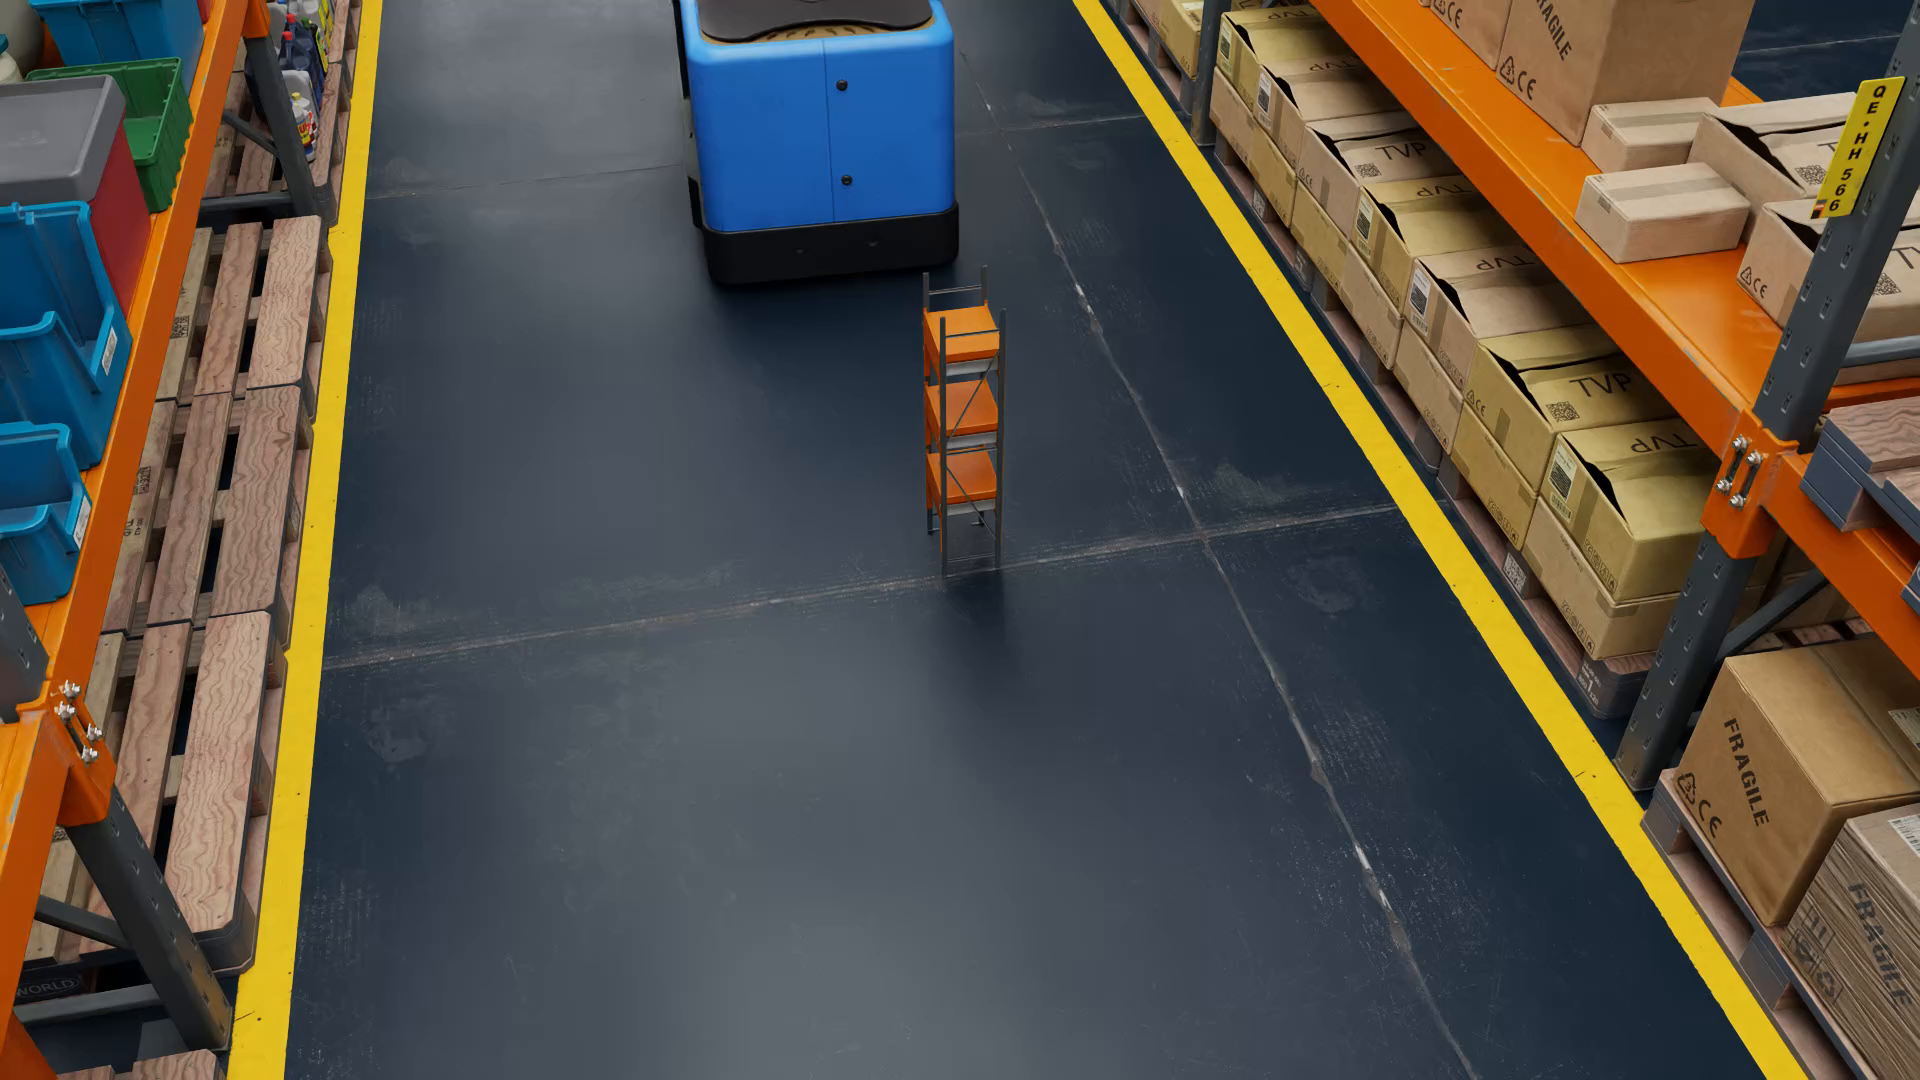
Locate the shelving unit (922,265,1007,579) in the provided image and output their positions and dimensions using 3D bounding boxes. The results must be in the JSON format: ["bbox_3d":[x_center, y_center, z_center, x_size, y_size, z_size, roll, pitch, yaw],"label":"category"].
[{"bbox_3d":[0.012,-0.358,5.362,0.215,1.050,0.252,-8,42,-9],"label":"shelving unit"}]

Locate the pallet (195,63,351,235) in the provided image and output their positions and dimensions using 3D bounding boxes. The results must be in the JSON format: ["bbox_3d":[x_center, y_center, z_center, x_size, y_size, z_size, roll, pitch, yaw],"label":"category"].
[{"bbox_3d":[-3.347,-1.767,7.582,1.003,0.211,1.213,-8,42,-9],"label":"pallet"}]

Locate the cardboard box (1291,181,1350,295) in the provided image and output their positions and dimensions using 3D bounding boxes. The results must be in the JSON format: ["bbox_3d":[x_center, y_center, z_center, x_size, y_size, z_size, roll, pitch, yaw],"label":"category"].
[{"bbox_3d":[1.664,-1.241,6.643,0.500,0.250,0.500,-10,42,-11],"label":"cardboard box"}]

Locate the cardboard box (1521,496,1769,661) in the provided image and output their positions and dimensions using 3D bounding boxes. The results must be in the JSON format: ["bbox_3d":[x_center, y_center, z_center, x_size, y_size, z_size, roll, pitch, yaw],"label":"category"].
[{"bbox_3d":[2.107,0.082,5.153,0.500,0.250,0.500,-7,42,-8],"label":"cardboard box"}]

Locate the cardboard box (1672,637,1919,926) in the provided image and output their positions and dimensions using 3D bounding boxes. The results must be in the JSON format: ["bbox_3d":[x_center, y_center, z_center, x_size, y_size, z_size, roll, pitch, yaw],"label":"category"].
[{"bbox_3d":[2.278,0.623,4.340,0.500,0.500,0.500,-7,42,-7],"label":"cardboard box"}]

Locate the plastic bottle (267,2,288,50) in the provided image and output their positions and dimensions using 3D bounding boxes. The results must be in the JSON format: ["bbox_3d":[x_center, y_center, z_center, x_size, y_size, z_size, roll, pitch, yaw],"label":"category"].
[{"bbox_3d":[-3.283,-2.458,7.980,0.152,0.276,0.135,-8,42,-9],"label":"plastic bottle"}]

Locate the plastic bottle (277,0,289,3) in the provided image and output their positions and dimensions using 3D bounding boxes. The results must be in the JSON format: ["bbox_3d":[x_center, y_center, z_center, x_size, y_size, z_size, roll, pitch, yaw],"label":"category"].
[{"bbox_3d":[-3.341,-2.665,8.269,0.097,0.201,0.097,0,42,0],"label":"plastic bottle"}]

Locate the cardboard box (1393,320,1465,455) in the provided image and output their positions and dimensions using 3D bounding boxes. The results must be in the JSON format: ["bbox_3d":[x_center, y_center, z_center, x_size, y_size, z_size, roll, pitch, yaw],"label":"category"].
[{"bbox_3d":[1.886,-0.578,5.897,0.500,0.250,0.500,-7,42,-8],"label":"cardboard box"}]

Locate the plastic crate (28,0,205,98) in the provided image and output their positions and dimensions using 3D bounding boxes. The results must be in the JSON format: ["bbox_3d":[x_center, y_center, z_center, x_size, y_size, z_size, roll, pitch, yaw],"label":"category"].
[{"bbox_3d":[-2.701,-1.692,5.409,0.392,0.384,0.575,-8,42,-9],"label":"plastic crate"}]

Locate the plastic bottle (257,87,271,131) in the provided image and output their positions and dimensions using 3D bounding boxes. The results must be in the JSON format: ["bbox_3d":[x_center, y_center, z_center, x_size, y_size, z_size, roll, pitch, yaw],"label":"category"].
[{"bbox_3d":[-3.083,-1.977,7.432,0.061,0.283,0.133,-8,42,-9],"label":"plastic bottle"}]

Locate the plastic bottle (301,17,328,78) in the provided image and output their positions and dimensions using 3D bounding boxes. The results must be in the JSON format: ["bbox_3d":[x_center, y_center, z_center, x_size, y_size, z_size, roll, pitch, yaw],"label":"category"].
[{"bbox_3d":[-3.047,-2.335,7.836,0.061,0.283,0.133,-7,42,-7],"label":"plastic bottle"}]

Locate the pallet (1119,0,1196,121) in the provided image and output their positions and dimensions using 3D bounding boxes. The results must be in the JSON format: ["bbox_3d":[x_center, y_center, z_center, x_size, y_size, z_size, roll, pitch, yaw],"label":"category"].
[{"bbox_3d":[1.464,-2.555,8.469,1.003,0.211,1.213,-8,42,-9],"label":"pallet"}]

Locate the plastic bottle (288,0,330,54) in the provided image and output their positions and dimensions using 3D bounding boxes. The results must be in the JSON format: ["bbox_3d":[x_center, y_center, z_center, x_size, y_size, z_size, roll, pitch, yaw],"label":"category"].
[{"bbox_3d":[-3.144,-2.523,7.997,0.144,0.351,0.185,-9,42,-10],"label":"plastic bottle"}]

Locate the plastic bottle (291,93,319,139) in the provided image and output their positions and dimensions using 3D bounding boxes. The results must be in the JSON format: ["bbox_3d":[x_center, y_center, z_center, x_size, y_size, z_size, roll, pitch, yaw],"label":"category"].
[{"bbox_3d":[-2.927,-1.888,7.394,0.097,0.201,0.097,0,42,0],"label":"plastic bottle"}]

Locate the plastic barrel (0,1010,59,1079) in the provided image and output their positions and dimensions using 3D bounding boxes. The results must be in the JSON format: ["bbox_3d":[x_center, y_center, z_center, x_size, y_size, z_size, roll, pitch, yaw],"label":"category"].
[{"bbox_3d":[-2.257,1.193,3.465,0.600,0.830,0.708,-8,42,-9],"label":"plastic barrel"}]

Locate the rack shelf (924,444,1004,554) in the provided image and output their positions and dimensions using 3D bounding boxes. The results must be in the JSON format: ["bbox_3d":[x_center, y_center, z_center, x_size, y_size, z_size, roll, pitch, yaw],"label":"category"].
[{"bbox_3d":[0.012,-0.142,5.554,0.215,0.259,0.240,-8,42,-9],"label":"rack shelf"}]

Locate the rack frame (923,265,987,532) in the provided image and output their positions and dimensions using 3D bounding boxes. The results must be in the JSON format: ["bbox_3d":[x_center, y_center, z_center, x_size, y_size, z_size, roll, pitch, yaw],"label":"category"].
[{"bbox_3d":[-0.015,-0.437,5.451,0.200,1.050,0.008,-8,42,-9],"label":"rack frame"}]

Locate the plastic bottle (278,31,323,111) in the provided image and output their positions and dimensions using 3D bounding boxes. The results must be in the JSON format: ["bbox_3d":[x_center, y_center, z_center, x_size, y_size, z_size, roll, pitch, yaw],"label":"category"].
[{"bbox_3d":[-3.011,-2.125,7.549,0.144,0.351,0.185,-7,42,-8],"label":"plastic bottle"}]

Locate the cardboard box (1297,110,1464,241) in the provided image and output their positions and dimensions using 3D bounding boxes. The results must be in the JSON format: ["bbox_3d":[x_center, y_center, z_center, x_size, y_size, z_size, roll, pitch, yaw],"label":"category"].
[{"bbox_3d":[1.657,-1.450,6.457,0.500,0.311,0.500,-10,43,-11],"label":"cardboard box"}]

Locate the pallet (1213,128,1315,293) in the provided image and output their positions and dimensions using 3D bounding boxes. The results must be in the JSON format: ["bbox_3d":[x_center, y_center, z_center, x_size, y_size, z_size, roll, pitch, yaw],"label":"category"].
[{"bbox_3d":[1.792,-1.561,7.350,1.003,0.211,1.213,-8,42,-9],"label":"pallet"}]

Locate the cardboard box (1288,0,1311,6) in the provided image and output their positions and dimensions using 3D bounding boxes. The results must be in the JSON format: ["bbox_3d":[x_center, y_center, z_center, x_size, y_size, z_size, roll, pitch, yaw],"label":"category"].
[{"bbox_3d":[1.801,-2.831,7.869,0.500,0.500,0.500,-8,42,-9],"label":"cardboard box"}]

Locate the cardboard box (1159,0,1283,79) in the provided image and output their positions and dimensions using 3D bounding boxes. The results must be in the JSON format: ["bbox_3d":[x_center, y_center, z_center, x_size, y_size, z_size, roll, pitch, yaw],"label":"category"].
[{"bbox_3d":[1.282,-2.474,8.033,0.500,0.250,0.500,-8,42,-9],"label":"cardboard box"}]

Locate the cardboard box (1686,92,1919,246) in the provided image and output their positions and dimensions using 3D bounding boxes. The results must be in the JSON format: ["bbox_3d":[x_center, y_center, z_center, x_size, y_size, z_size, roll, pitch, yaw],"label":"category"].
[{"bbox_3d":[2.454,-1.057,4.749,0.500,0.311,0.500,-9,42,-10],"label":"cardboard box"}]

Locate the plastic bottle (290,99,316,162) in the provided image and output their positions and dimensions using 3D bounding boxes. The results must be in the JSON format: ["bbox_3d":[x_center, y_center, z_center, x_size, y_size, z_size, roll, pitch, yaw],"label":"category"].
[{"bbox_3d":[-2.883,-1.782,7.222,0.097,0.271,0.097,0,42,0],"label":"plastic bottle"}]

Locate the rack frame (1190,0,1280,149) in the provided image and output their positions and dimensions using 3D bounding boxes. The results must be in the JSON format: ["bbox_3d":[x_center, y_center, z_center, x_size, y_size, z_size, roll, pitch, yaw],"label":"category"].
[{"bbox_3d":[1.595,-3.076,6.956,1.000,3.000,0.127,-8,42,-9],"label":"rack frame"}]

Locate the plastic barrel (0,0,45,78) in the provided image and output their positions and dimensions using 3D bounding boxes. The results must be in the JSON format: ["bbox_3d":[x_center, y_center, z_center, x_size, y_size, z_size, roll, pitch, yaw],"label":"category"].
[{"bbox_3d":[-3.250,-1.768,5.380,0.433,0.535,0.433,0,42,0],"label":"plastic barrel"}]

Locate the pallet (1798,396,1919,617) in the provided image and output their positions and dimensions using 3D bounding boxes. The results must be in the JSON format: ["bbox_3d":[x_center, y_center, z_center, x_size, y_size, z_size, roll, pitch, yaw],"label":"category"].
[{"bbox_3d":[2.673,0.018,3.615,1.213,0.211,1.003,-8,42,-9],"label":"pallet"}]

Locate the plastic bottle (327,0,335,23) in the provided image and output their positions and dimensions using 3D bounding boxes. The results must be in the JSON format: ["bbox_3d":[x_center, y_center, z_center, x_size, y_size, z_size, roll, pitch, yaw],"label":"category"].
[{"bbox_3d":[-3.224,-2.723,8.278,0.152,0.276,0.135,-9,42,-10],"label":"plastic bottle"}]

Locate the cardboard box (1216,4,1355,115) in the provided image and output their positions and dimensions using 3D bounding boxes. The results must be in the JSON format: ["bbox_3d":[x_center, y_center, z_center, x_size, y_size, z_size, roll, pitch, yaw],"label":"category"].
[{"bbox_3d":[1.441,-2.111,7.201,0.500,0.311,0.500,-8,42,-9],"label":"cardboard box"}]

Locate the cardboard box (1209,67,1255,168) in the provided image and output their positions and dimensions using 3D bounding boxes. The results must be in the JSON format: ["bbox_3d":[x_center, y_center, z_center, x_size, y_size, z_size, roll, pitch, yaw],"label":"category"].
[{"bbox_3d":[1.440,-1.908,7.395,0.500,0.250,0.500,-9,42,-10],"label":"cardboard box"}]

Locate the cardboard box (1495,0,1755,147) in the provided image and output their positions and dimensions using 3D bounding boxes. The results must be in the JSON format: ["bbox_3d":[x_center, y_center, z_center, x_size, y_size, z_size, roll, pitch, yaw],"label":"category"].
[{"bbox_3d":[2.080,-1.606,5.224,0.500,0.500,0.500,-10,43,-12],"label":"cardboard box"}]

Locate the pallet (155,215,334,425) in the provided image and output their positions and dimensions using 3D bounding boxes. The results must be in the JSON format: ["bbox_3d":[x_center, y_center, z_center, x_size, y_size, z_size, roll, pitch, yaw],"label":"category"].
[{"bbox_3d":[-3.035,-0.822,6.517,1.003,0.211,1.213,-8,42,-9],"label":"pallet"}]

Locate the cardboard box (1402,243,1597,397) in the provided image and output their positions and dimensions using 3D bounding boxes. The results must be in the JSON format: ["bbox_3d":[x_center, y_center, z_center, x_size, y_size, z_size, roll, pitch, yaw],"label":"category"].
[{"bbox_3d":[1.880,-0.790,5.712,0.500,0.311,0.500,-9,42,-10],"label":"cardboard box"}]

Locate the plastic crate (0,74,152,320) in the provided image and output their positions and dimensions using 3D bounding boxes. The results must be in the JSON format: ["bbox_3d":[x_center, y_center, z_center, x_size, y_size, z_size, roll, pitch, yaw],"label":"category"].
[{"bbox_3d":[-2.429,-0.891,4.446,0.402,0.464,0.583,-8,42,-9],"label":"plastic crate"}]

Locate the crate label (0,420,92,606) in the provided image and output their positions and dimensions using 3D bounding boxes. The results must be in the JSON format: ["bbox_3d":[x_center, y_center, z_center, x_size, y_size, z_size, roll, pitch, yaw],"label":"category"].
[{"bbox_3d":[-2.104,-0.040,3.662,0.303,0.233,0.416,-8,42,-9],"label":"crate label"}]

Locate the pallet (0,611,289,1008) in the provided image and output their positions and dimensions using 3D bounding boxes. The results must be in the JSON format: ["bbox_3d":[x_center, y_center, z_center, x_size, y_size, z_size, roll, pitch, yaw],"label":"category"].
[{"bbox_3d":[-2.508,0.759,4.736,1.003,0.211,1.213,-8,42,-9],"label":"pallet"}]

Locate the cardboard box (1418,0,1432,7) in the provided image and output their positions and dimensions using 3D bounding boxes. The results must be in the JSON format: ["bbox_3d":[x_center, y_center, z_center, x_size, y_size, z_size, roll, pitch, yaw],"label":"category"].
[{"bbox_3d":[1.859,-2.272,5.974,0.500,0.500,0.500,-6,42,-6],"label":"cardboard box"}]

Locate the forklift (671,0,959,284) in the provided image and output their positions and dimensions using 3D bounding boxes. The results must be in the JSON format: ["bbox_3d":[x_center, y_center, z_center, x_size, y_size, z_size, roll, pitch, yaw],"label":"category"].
[{"bbox_3d":[-0.773,-3.130,7.068,1.130,2.935,3.031,-7,42,-8],"label":"forklift"}]

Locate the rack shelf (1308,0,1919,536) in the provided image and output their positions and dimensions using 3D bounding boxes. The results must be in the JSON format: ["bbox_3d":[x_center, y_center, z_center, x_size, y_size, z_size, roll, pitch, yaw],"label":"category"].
[{"bbox_3d":[2.027,-1.511,5.734,1.077,0.370,4.000,-8,42,-9],"label":"rack shelf"}]

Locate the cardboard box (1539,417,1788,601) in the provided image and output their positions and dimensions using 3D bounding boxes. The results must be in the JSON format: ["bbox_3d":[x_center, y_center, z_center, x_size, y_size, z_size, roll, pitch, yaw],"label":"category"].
[{"bbox_3d":[2.105,-0.126,4.965,0.500,0.311,0.500,-7,42,-8],"label":"cardboard box"}]

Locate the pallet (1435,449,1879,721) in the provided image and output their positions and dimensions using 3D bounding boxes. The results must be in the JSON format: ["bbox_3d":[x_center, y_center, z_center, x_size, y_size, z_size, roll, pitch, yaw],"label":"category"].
[{"bbox_3d":[2.319,0.020,5.568,1.003,0.211,1.213,-8,42,-9],"label":"pallet"}]

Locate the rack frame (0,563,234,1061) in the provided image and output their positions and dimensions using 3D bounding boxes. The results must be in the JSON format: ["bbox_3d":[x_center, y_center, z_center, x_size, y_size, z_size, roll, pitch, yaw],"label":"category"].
[{"bbox_3d":[-2.379,0.224,3.238,1.000,3.000,0.127,-8,42,-9],"label":"rack frame"}]

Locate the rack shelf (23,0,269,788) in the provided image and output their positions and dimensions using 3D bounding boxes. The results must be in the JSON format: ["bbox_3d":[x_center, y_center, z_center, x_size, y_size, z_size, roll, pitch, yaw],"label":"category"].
[{"bbox_3d":[-2.811,-0.803,4.937,1.077,0.370,4.000,-8,42,-9],"label":"rack shelf"}]

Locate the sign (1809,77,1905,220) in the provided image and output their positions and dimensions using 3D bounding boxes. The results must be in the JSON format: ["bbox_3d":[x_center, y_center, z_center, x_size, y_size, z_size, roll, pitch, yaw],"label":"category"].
[{"bbox_3d":[1.917,-0.835,3.558,0.100,0.325,0.005,-8,42,-9],"label":"sign"}]

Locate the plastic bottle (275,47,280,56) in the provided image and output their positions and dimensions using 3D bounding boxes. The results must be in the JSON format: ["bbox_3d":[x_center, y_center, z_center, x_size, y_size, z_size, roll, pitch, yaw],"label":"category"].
[{"bbox_3d":[-3.161,-2.172,7.661,0.097,0.271,0.097,0,42,0],"label":"plastic bottle"}]
